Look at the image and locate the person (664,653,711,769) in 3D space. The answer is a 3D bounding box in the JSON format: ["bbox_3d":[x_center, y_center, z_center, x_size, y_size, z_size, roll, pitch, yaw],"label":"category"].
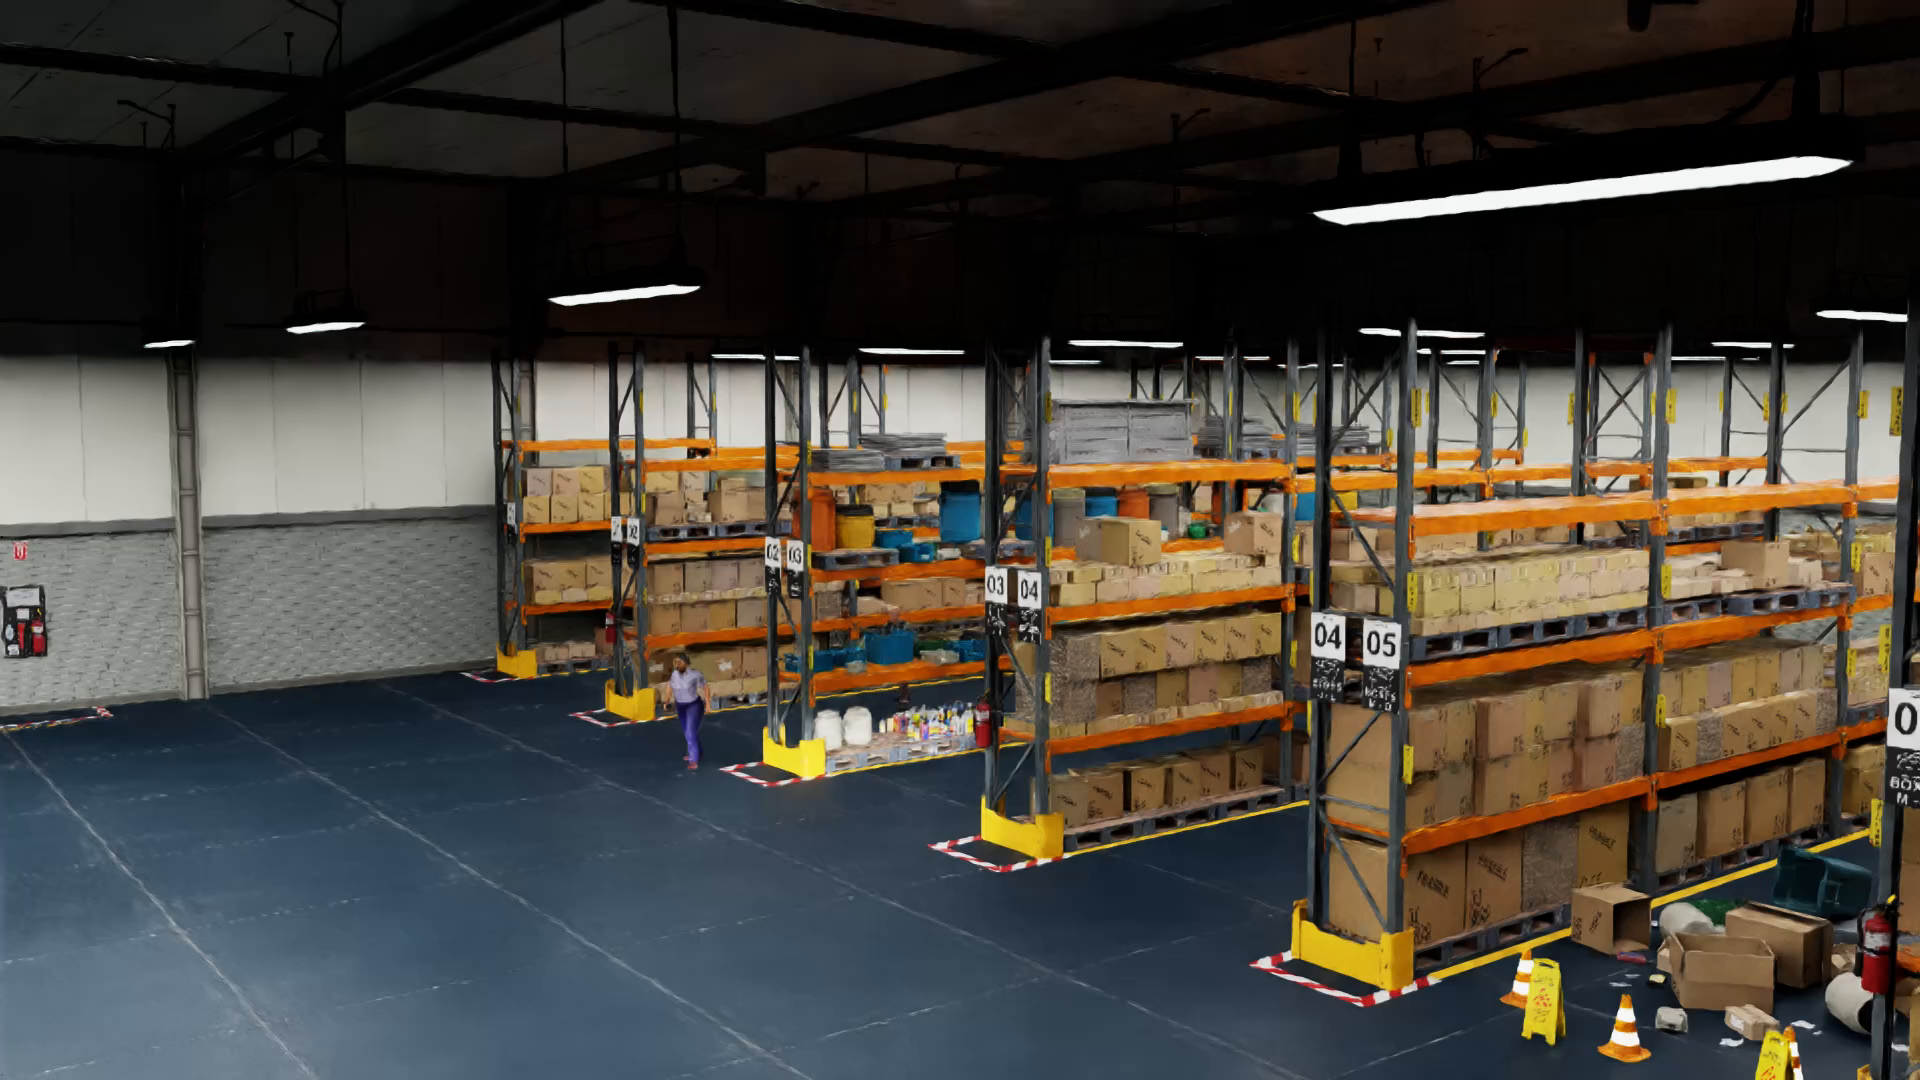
[{"bbox_3d":[-3.741,2.340,23.127,0.660,1.585,0.785,3,6,33],"label":"person"}]

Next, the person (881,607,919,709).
[{"bbox_3d":[-0.982,1.917,27.509,0.674,1.664,0.837,4,6,36],"label":"person"}]
